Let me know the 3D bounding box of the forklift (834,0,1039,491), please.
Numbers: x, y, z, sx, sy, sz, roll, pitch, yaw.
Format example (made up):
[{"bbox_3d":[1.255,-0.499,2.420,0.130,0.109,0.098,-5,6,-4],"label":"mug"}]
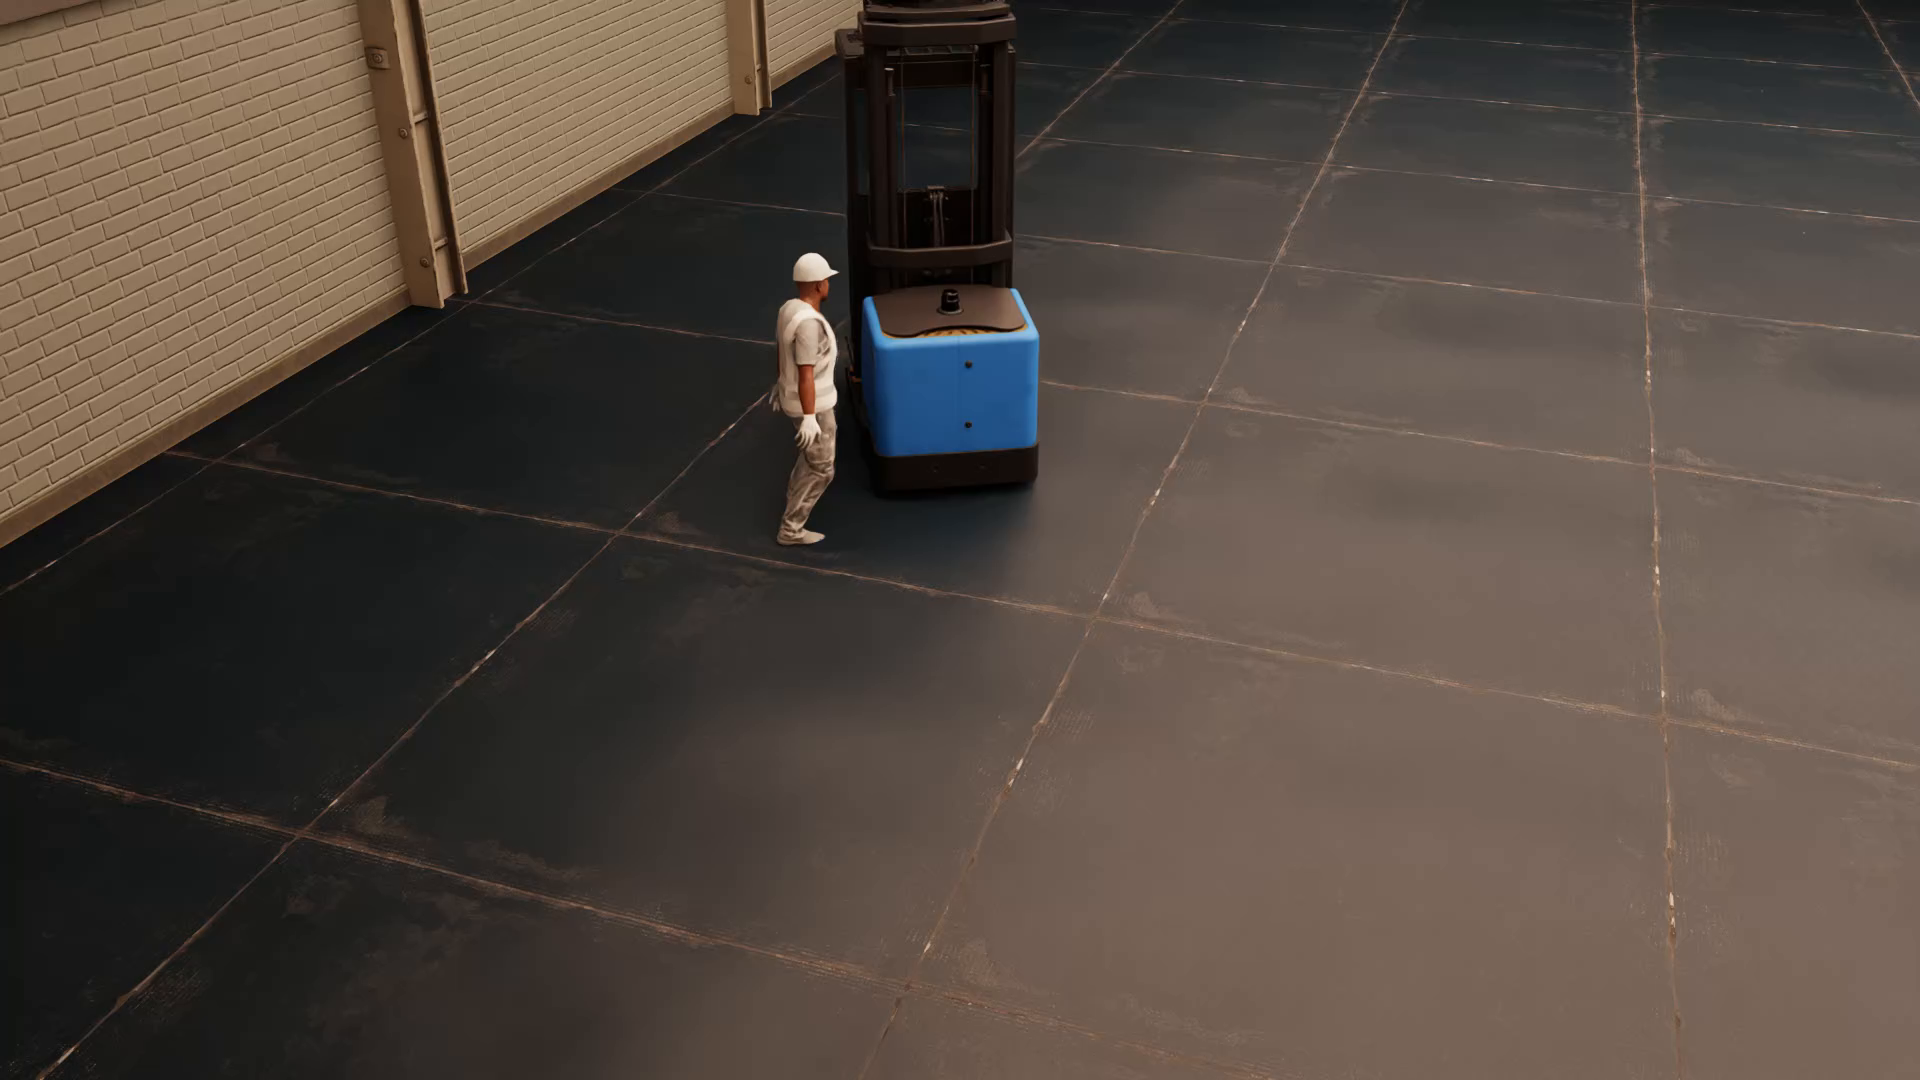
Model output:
[{"bbox_3d":[-0.227,-2.293,11.159,1.130,2.935,3.031,-4,30,-7],"label":"forklift"}]

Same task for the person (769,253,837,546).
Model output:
[{"bbox_3d":[-0.909,-0.807,9.811,0.473,1.749,0.904,-7,30,-12],"label":"person"}]
